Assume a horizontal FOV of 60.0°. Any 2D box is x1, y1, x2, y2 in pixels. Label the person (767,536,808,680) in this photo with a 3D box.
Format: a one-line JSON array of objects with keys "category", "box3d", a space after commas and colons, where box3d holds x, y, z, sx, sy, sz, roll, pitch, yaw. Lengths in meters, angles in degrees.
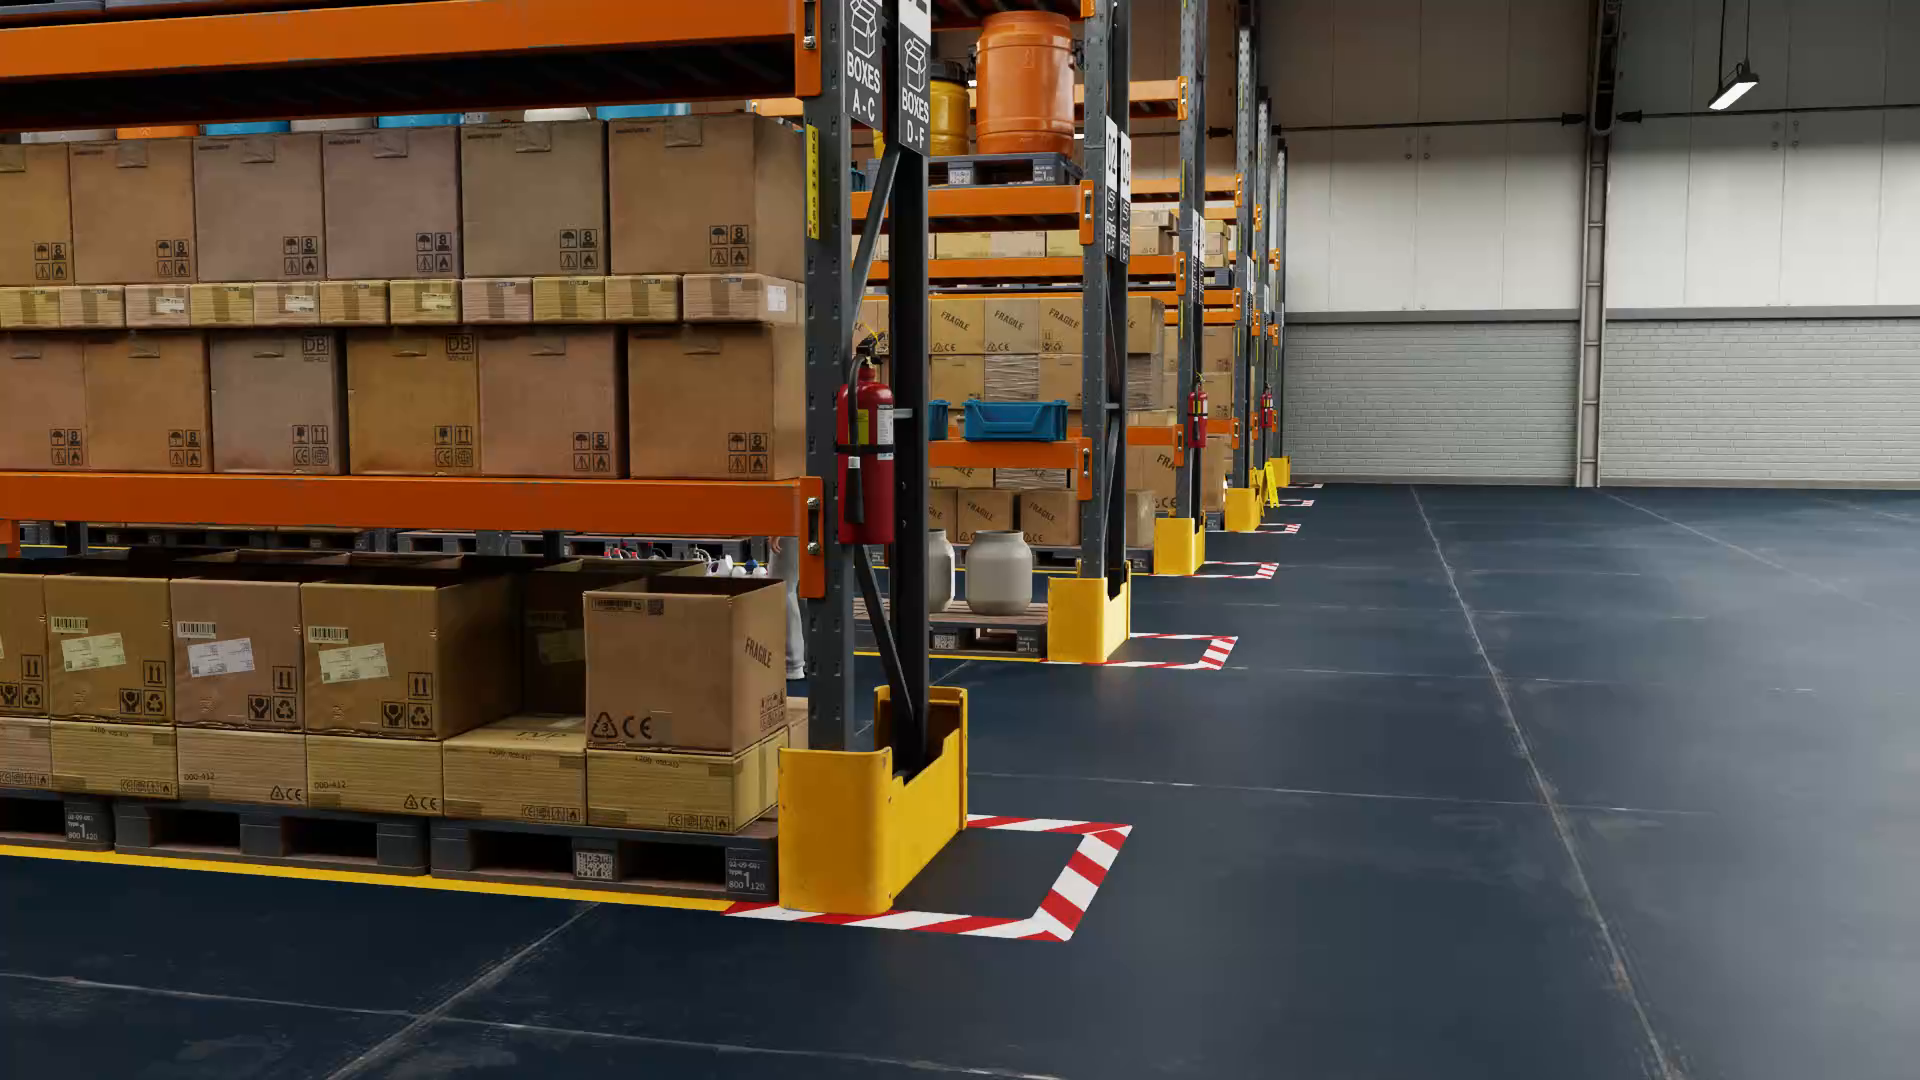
[{"category": "person", "box3d": [-0.954, -0.065, 9.260, 0.404, 1.673, 0.492, 1, 5, 13]}]
